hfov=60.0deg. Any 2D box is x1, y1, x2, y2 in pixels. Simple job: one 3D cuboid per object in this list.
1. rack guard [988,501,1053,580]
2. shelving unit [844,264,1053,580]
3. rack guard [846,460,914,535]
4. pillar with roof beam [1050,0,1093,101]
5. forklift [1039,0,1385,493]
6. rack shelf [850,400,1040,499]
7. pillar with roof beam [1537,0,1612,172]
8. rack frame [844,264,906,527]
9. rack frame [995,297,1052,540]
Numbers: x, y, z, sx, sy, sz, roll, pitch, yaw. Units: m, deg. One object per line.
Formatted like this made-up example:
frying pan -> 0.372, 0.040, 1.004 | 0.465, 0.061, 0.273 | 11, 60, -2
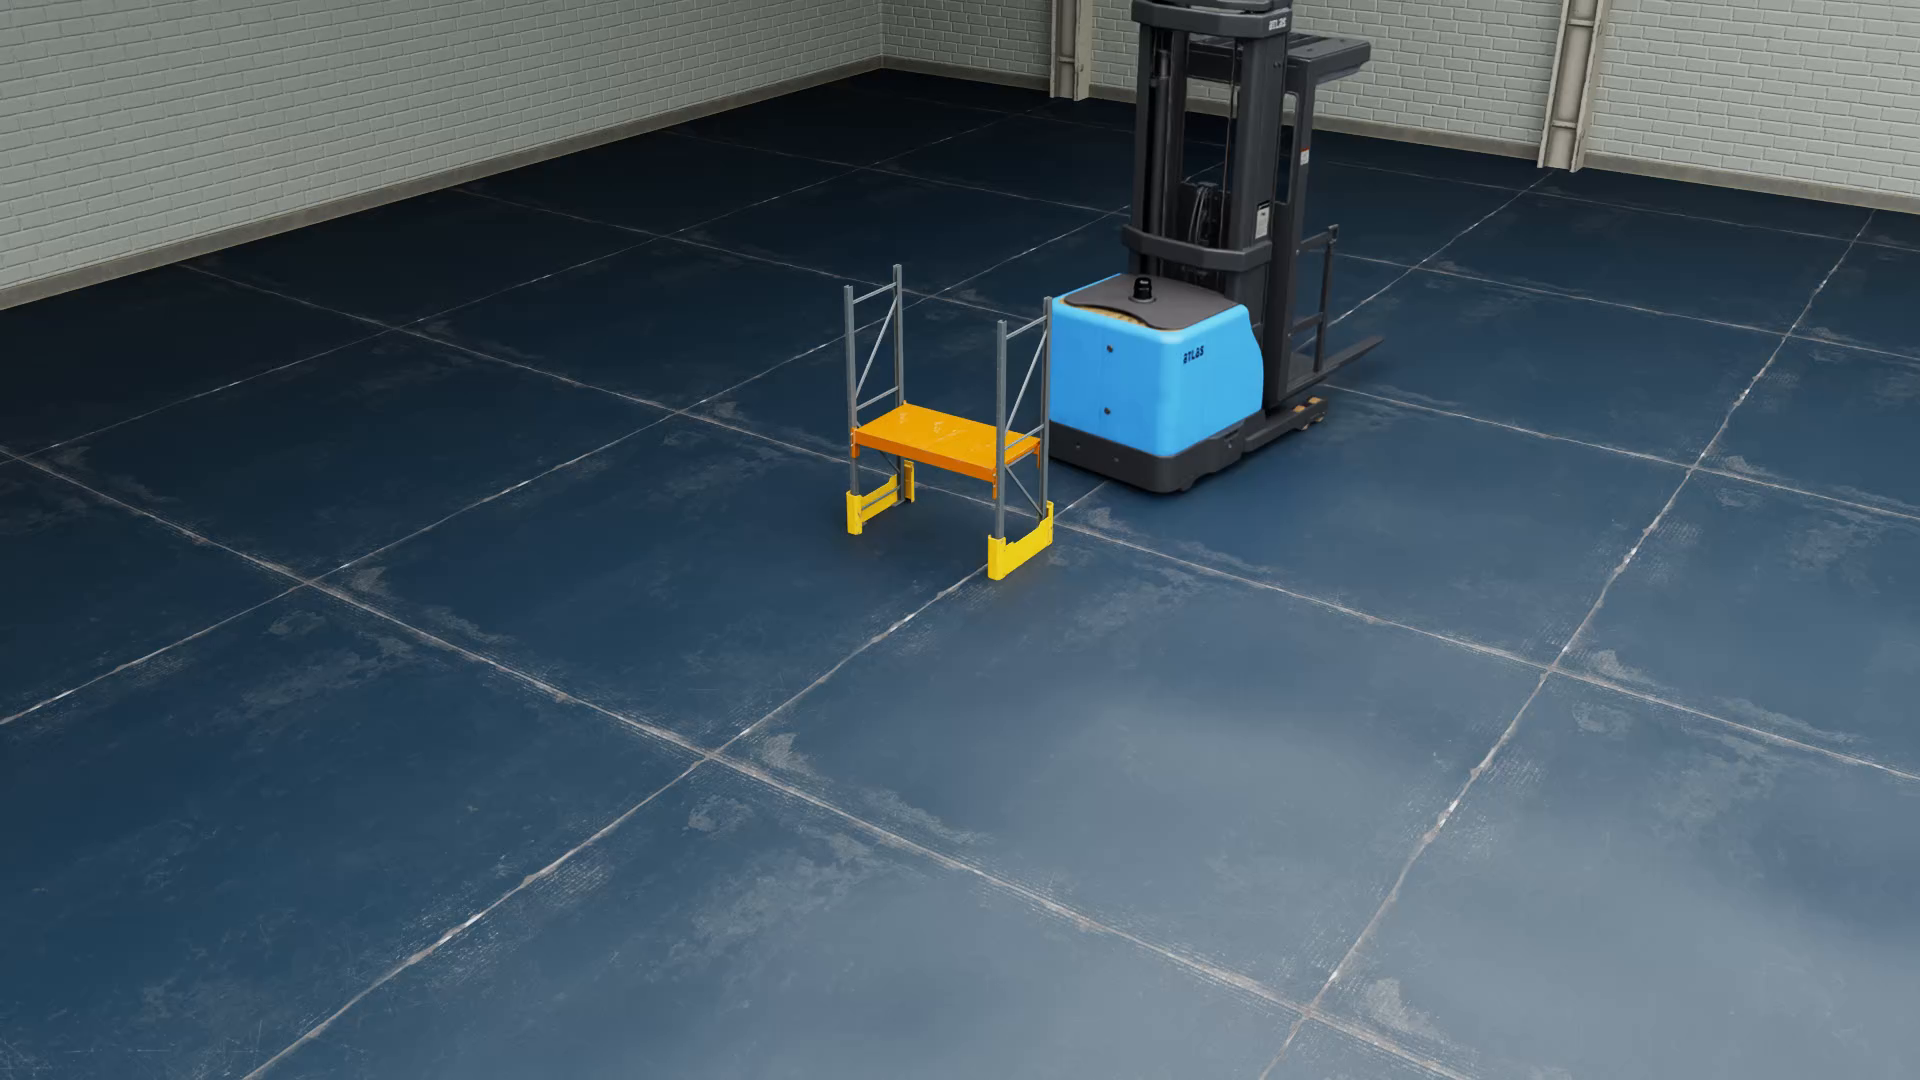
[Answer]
rack guard -> 0.348, -0.003, 9.480 | 0.087, 0.250, 0.587 | 17, 32, 30
shelving unit -> -0.063, -0.688, 9.448 | 1.083, 1.500, 0.587 | 17, 32, 30
rack guard -> -0.473, -0.259, 9.983 | 0.087, 0.250, 0.587 | 17, 32, 30
pillar with roof beam -> -1.087, -7.860, 15.274 | 0.400, 9.000, 9.100 | 17, 32, 30
forklift -> 1.862, -2.181, 10.804 | 1.130, 2.935, 3.031 | 22, 34, 36
rack shelf -> -0.070, -0.530, 9.534 | 1.000, 0.185, 0.538 | 17, 32, 30
pillar with roof beam -> 3.858, -6.319, 12.246 | 0.400, 9.000, 9.100 | 17, 32, 30
rack frame -> -0.489, -0.821, 9.709 | 0.032, 1.500, 0.500 | 17, 32, 30
rack frame -> 0.349, -0.560, 9.196 | 0.032, 1.500, 0.500 | 17, 32, 30
